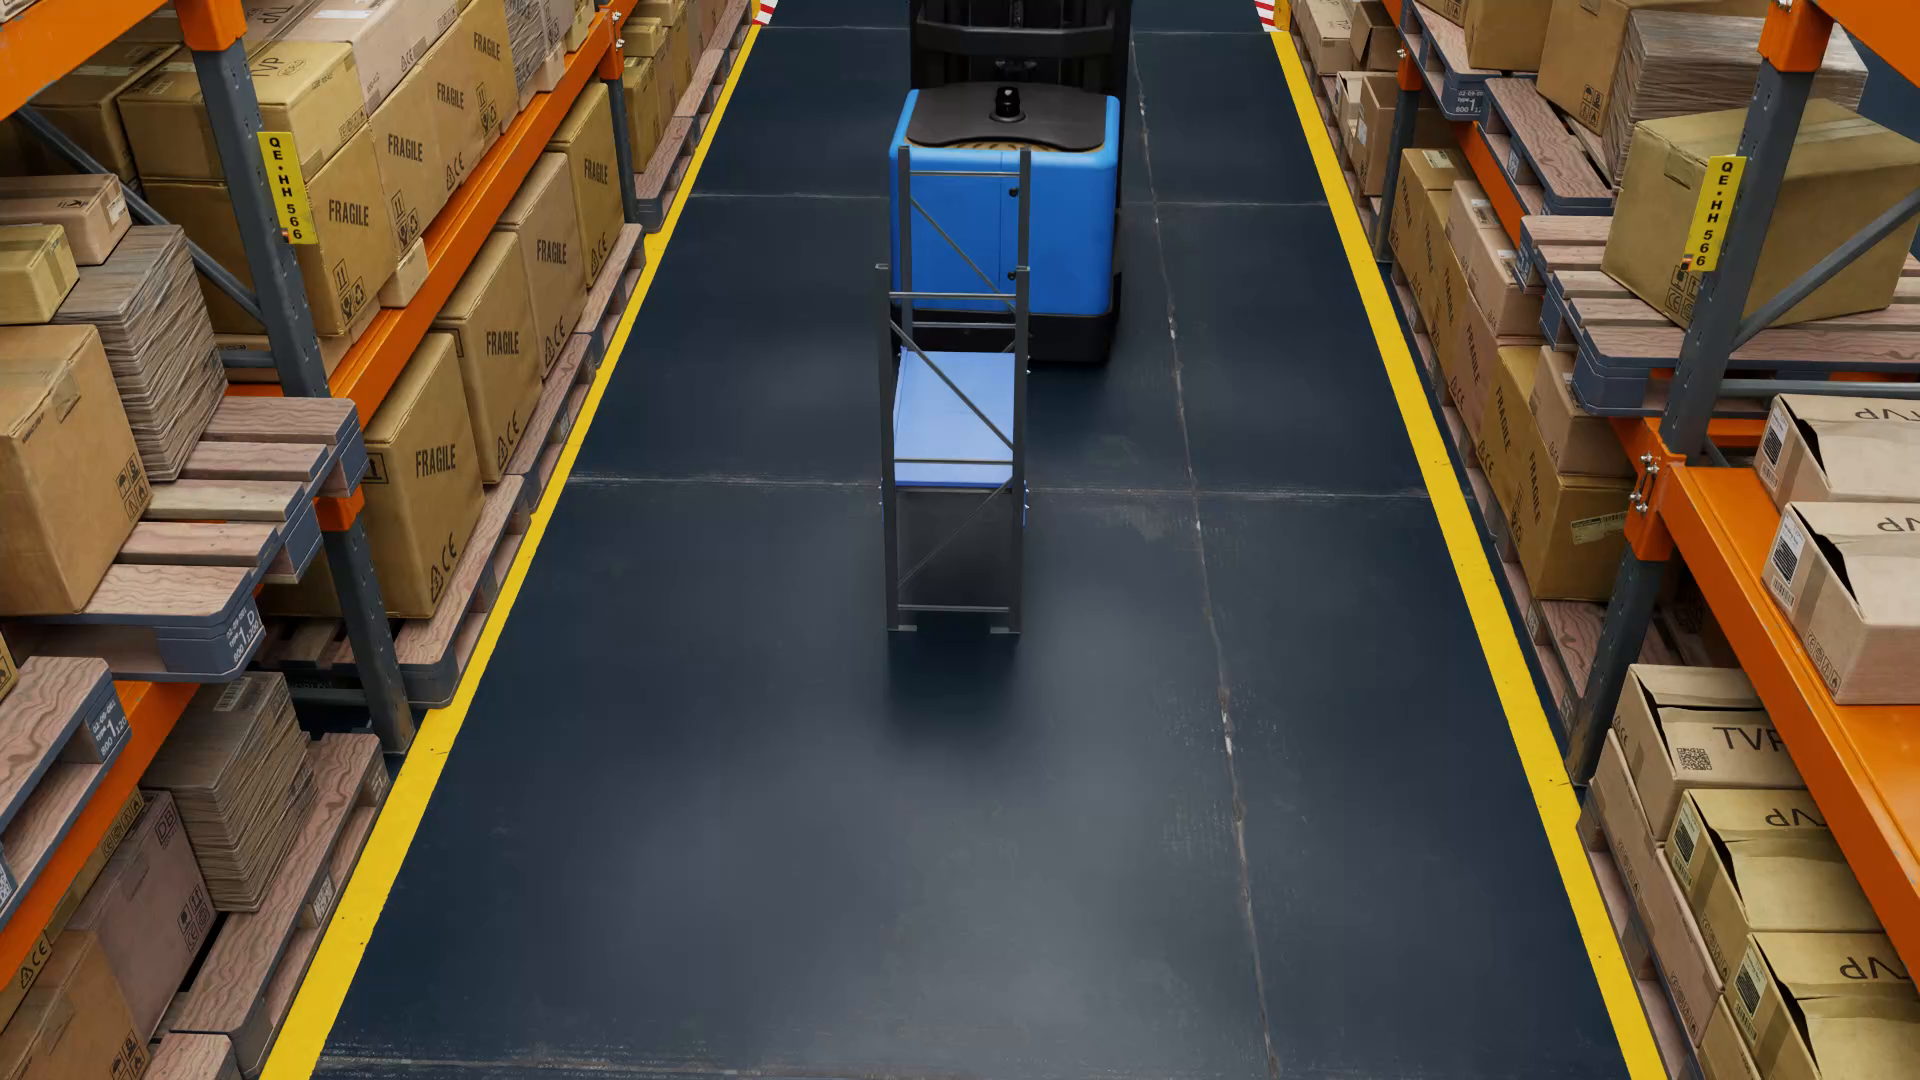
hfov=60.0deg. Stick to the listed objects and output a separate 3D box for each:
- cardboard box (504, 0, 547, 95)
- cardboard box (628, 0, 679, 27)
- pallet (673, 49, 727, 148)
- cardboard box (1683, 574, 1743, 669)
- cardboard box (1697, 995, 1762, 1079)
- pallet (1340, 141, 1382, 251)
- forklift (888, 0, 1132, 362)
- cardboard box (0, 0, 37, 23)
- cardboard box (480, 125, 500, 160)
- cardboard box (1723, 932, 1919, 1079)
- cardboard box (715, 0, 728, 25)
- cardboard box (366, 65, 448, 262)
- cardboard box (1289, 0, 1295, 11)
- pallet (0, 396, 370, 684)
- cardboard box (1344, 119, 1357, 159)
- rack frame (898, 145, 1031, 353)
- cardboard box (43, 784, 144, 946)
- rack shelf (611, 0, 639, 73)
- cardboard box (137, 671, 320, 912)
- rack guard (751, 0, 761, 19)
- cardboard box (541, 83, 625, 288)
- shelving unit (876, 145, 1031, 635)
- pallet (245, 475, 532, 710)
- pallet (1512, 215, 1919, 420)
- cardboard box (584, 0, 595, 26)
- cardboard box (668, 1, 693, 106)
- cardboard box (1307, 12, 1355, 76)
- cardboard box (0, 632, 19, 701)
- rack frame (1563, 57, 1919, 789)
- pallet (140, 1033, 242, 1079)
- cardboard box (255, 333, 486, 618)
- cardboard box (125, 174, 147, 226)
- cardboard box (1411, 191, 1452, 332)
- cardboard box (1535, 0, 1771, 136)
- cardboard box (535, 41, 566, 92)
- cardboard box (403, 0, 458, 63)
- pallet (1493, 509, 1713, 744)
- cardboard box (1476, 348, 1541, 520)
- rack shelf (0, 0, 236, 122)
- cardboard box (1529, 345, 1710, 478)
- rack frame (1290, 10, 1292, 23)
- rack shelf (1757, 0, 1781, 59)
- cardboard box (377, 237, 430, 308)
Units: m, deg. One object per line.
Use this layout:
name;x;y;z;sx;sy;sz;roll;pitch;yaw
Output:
cardboard box;-2.041;-2.148;6.834;0.500;0.500;0.500;1;35;2
cardboard box;-1.886;-3.164;9.888;0.380;0.149;0.250;0;35;1
pallet;-2.080;-2.827;10.588;1.003;0.211;1.213;1;35;2
cardboard box;2.858;0.169;5.693;0.500;0.500;0.500;3;35;4
cardboard box;2.205;1.416;4.153;0.500;0.250;0.500;0;35;1
pallet;2.743;-1.971;9.371;1.003;0.211;1.213;1;35;2
forklift;0.318;-2.865;8.278;1.130;2.935;3.031;3;35;4
cardboard box;-2.155;-1.311;3.457;0.500;0.311;0.500;1;35;2
cardboard box;-2.083;-1.653;6.694;0.380;0.149;0.250;2;35;3
cardboard box;2.204;1.194;3.981;0.500;0.311;0.500;0;35;1
cardboard box;-2.003;-3.872;11.460;0.700;0.500;0.500;1;35;2
cardboard box;-2.090;-1.276;5.594;0.500;0.500;0.500;2;35;3
cardboard box;2.515;-3.796;11.640;0.380;0.149;0.250;1;35;2
pallet;-2.318;-0.041;4.367;1.213;0.211;1.003;1;35;2
cardboard box;2.409;-2.282;9.485;0.380;0.149;0.250;1;35;2
rack frame;0.017;-0.857;6.665;0.500;1.500;0.032;1;35;2
cardboard box;-2.458;0.745;4.220;0.500;0.250;0.500;2;35;3
rack shelf;-2.155;-3.684;10.009;1.077;0.370;4.000;1;35;2
cardboard box;-2.373;0.726;4.900;0.700;0.500;0.500;2;35;3
rack guard;-2.074;-4.119;12.176;1.175;0.500;0.348;1;35;2
cardboard box;-2.131;-1.745;8.129;0.750;0.750;0.750;2;35;2
shelving unit;-0.003;-0.565;6.249;0.538;1.500;1.048;1;35;2
pallet;-2.289;0.158;6.341;1.003;0.211;1.213;1;35;2
pallet;2.511;-0.732;5.349;1.213;0.211;1.003;1;35;2
cardboard box;-1.966;-2.534;7.948;0.380;0.149;0.250;2;35;2
cardboard box;-2.056;-2.989;10.204;0.700;0.500;0.500;2;35;3
cardboard box;2.530;-3.190;10.689;0.500;0.250;0.500;1;35;2
cardboard box;-2.433;0.234;3.339;0.700;0.500;0.500;1;35;2
rack frame;2.554;-0.419;4.738;1.000;3.000;0.127;1;35;2
pallet;-2.480;1.757;4.066;1.003;0.211;1.213;1;35;2
cardboard box;-2.235;-0.243;5.992;0.750;0.750;0.750;1;35;1
cardboard box;-2.640;-0.980;5.172;0.500;0.500;0.500;2;35;2
cardboard box;2.441;-1.296;7.776;0.500;0.500;0.500;2;35;3
cardboard box;2.705;-1.914;6.412;0.700;0.500;0.500;-7;36;-10
cardboard box;-1.960;-2.088;7.313;0.380;0.149;0.250;1;35;2
cardboard box;-2.083;-1.860;5.773;0.500;0.250;0.500;2;35;2
pallet;2.622;0.294;6.149;1.003;0.211;1.213;1;35;2
cardboard box;2.378;-0.417;6.525;0.500;0.500;0.500;0;35;0
rack shelf;-2.476;-0.315;2.607;1.077;0.370;4.000;1;35;2
cardboard box;2.355;-0.459;5.933;0.500;0.250;0.500;3;35;4
rack frame;2.875;-5.016;11.278;1.000;3.000;0.127;1;35;2
rack shelf;2.634;-2.501;5.717;1.077;0.370;4.000;1;35;2
cardboard box;-2.037;-0.916;5.646;0.380;0.149;0.250;2;35;3
